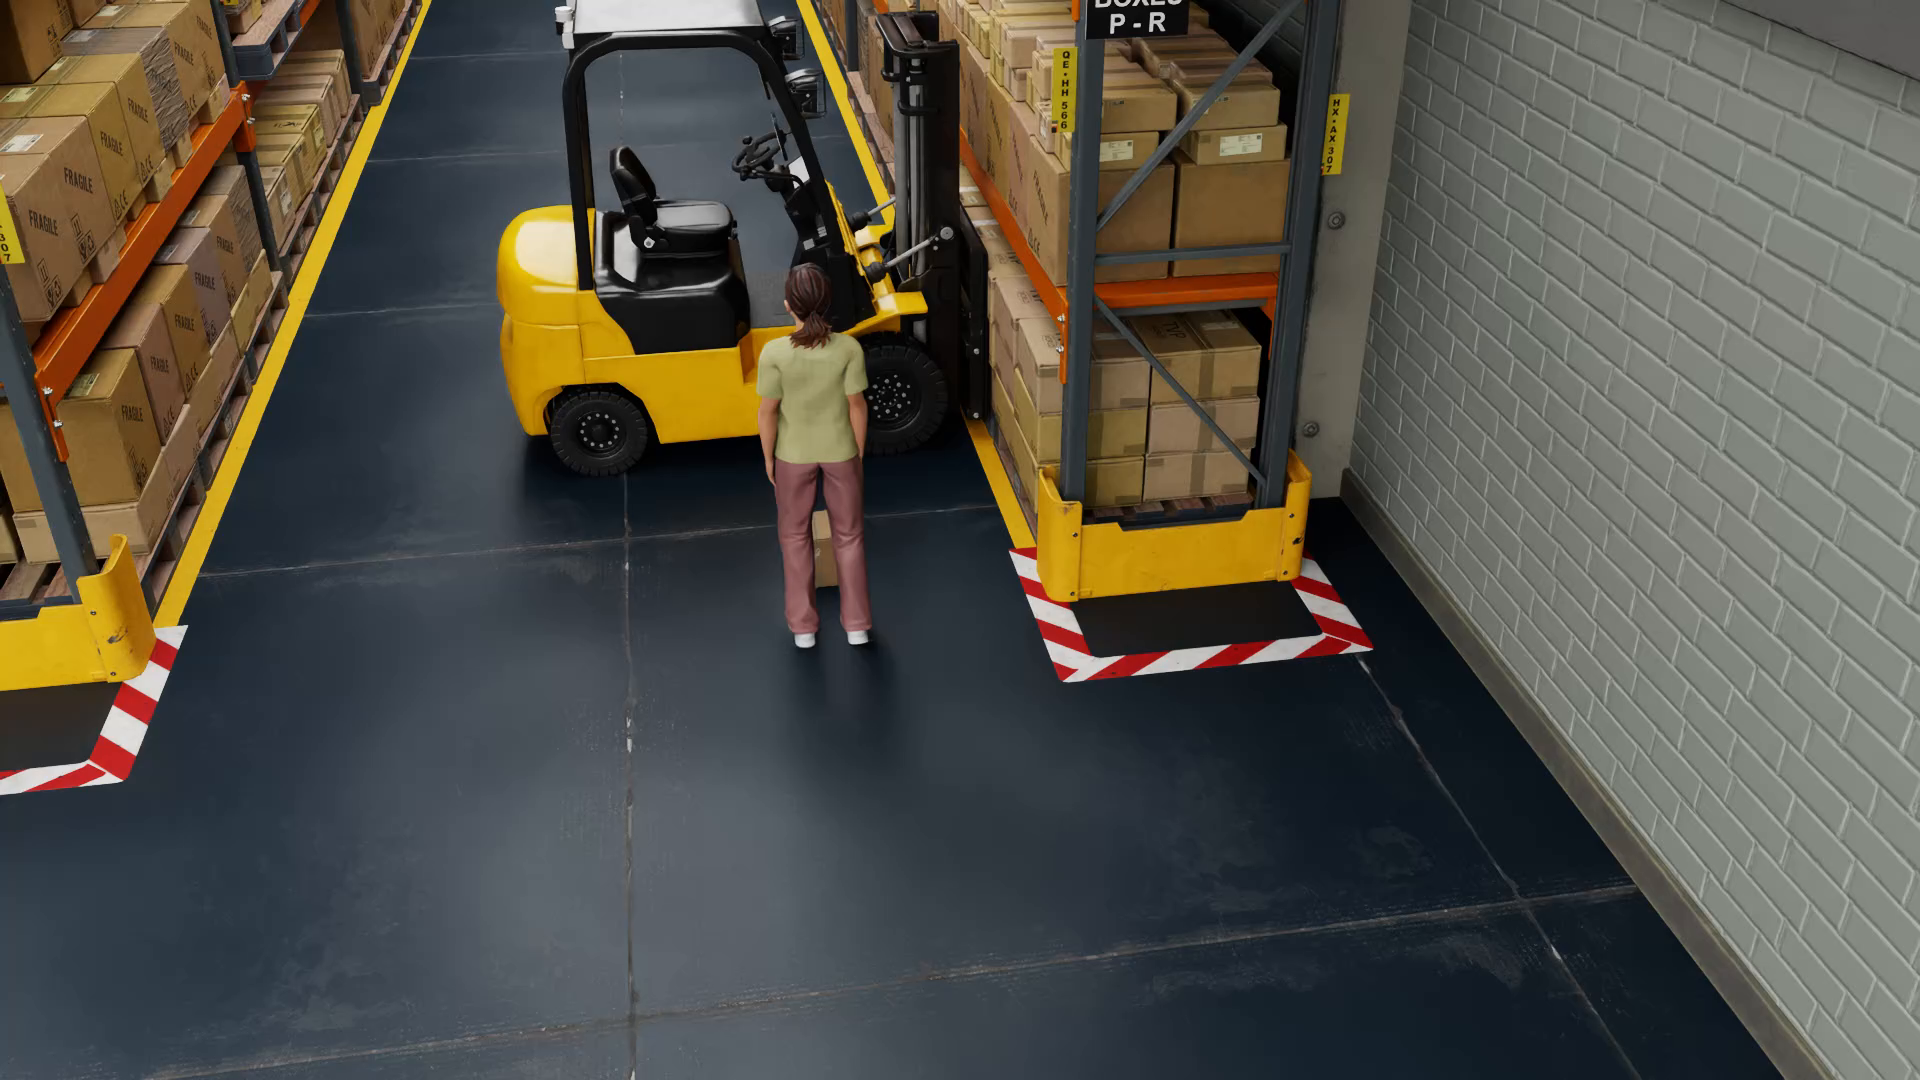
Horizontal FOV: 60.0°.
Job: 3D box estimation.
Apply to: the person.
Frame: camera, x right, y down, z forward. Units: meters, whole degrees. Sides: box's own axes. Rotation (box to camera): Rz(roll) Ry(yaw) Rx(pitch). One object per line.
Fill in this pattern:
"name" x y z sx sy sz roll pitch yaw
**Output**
"person" -0.581 -0.309 6.687 0.440 1.693 0.369 -5 31 -8
